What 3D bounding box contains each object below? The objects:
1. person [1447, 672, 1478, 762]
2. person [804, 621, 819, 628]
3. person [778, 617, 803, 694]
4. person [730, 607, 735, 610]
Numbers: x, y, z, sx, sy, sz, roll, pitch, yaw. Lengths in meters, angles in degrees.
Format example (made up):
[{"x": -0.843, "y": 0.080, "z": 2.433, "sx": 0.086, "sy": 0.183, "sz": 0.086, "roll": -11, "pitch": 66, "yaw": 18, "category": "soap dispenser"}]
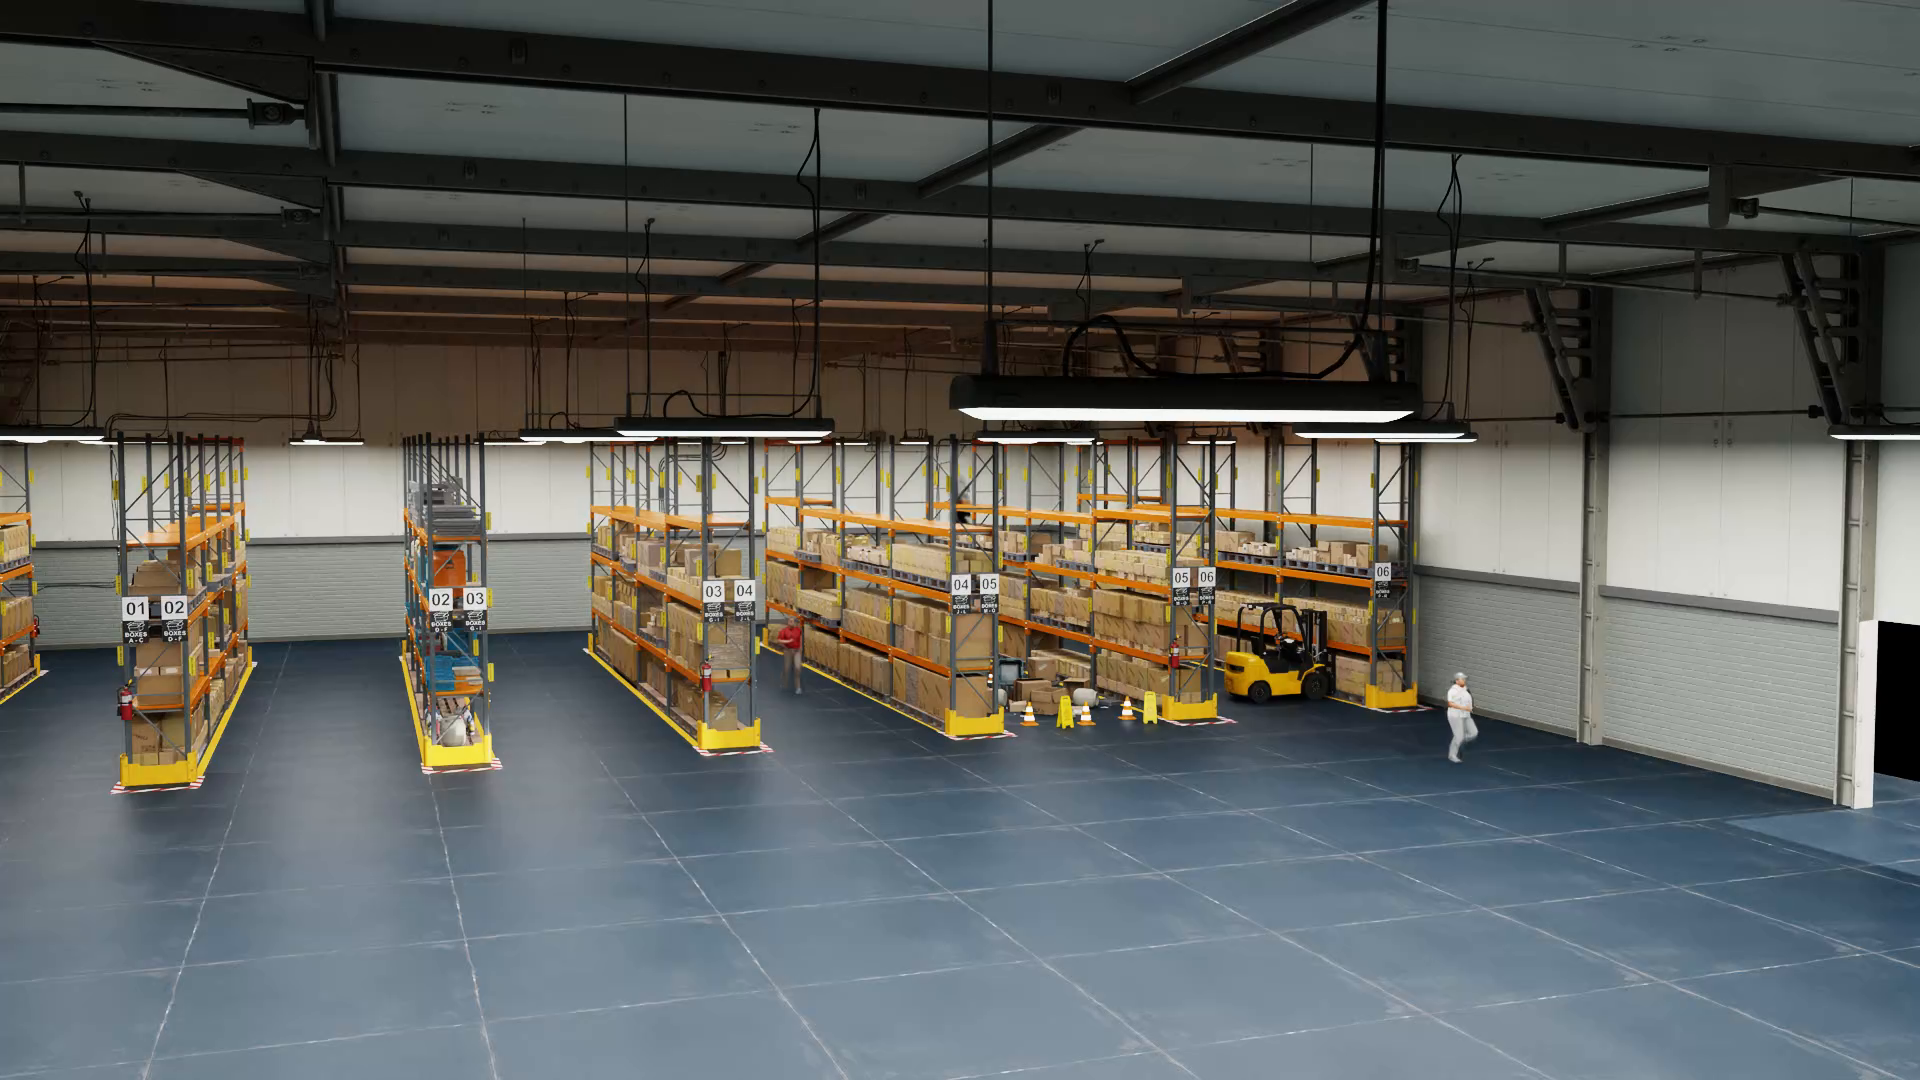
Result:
[{"x": 9.142, "y": 3.226, "z": 30.268, "sx": 0.657, "sy": 1.637, "sz": 0.522, "roll": -3, "pitch": 4, "yaw": -40, "category": "person"}, {"x": -4.490, "y": 2.160, "z": 49.787, "sx": 0.877, "sy": 1.605, "sz": 0.538, "roll": -2, "pitch": 4, "yaw": -29, "category": "person"}, {"x": -3.967, "y": 2.685, "z": 38.970, "sx": 0.681, "sy": 1.763, "sz": 0.909, "roll": -2, "pitch": 4, "yaw": -26, "category": "person"}, {"x": -6.545, "y": 2.290, "z": 47.129, "sx": 0.749, "sy": 1.656, "sz": 0.556, "roll": -1, "pitch": 3, "yaw": -17, "category": "person"}]
